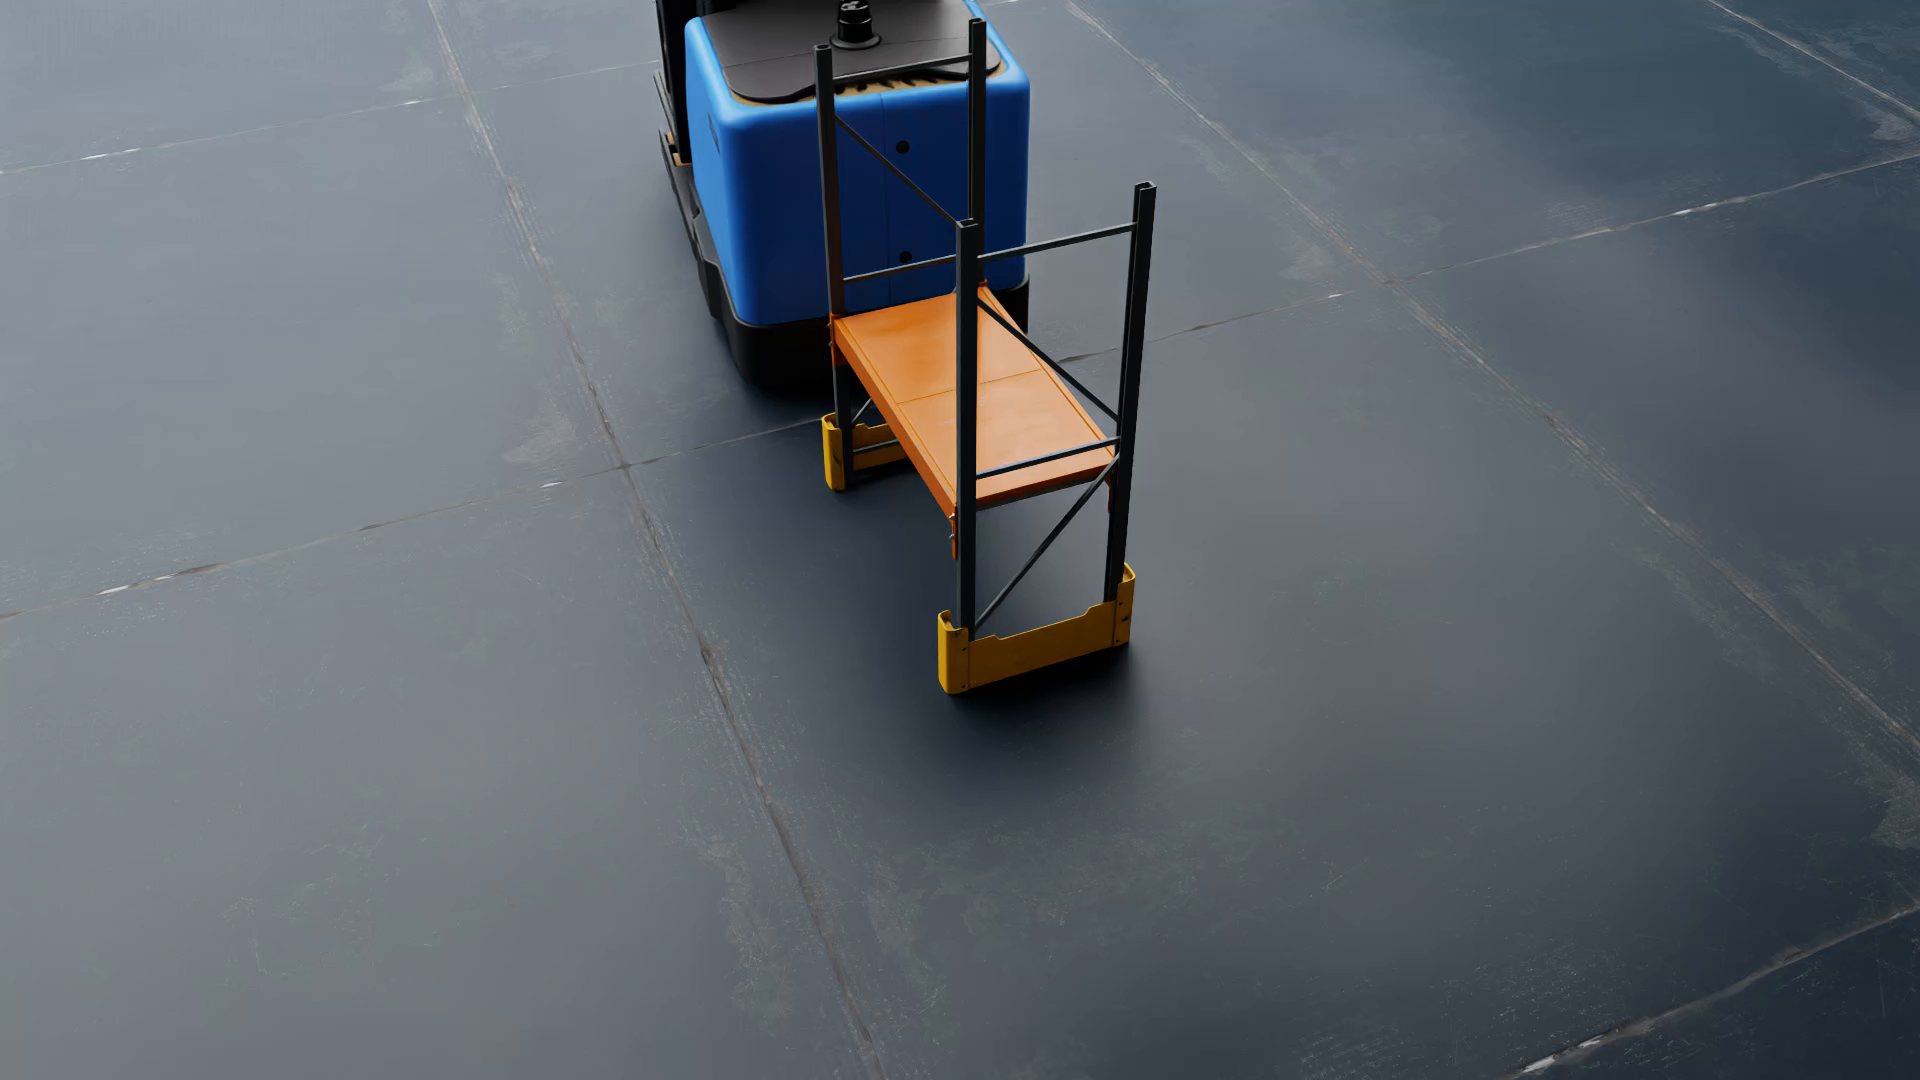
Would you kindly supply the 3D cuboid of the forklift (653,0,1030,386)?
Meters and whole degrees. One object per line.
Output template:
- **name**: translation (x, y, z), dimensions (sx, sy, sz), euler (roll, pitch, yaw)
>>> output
- **forklift**: translation (-0.644, -2.617, 6.045), dimensions (1.130, 2.935, 3.031), euler (-10, 42, -12)

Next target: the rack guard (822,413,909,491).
- **rack guard**: translation (-0.161, -0.349, 5.464), dimensions (0.587, 0.250, 0.087), euler (-15, 43, -17)

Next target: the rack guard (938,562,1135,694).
- **rack guard**: translation (0.220, 0.251, 4.766), dimensions (0.587, 0.250, 0.087), euler (-15, 43, -17)

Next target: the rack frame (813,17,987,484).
- **rack frame**: translation (-0.162, -0.823, 5.057), dimensions (0.500, 1.500, 0.032), euler (-15, 43, -17)

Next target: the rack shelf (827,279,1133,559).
- **rack shelf**: translation (0.033, -0.381, 4.819), dimensions (0.538, 0.185, 1.000), euler (-15, 43, -17)

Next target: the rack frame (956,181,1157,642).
- **rack frame**: translation (0.227, -0.211, 4.345), dimensions (0.500, 1.500, 0.032), euler (-15, 43, -17)

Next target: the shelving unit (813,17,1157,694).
- **shelving unit**: translation (0.029, -0.523, 4.708), dimensions (0.587, 1.500, 1.083), euler (-15, 43, -17)
